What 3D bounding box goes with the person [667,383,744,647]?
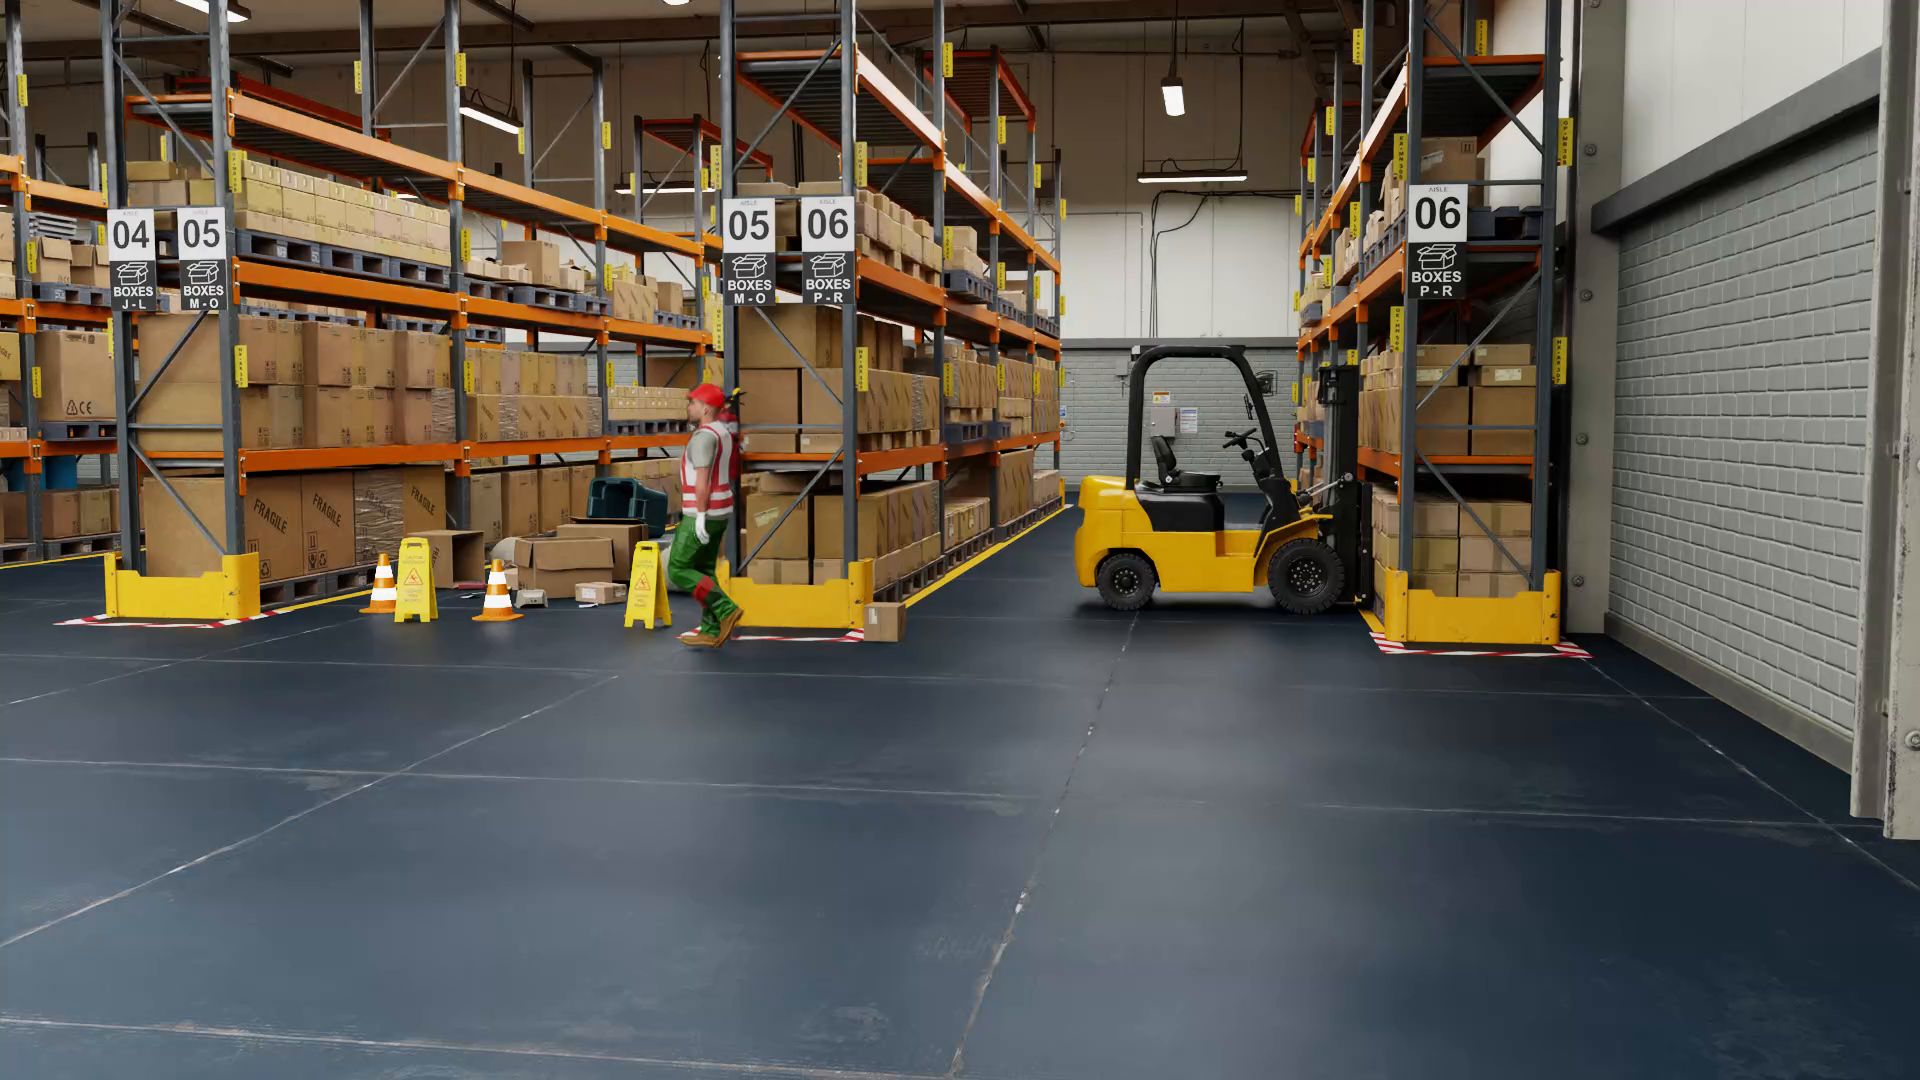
[{"bbox_3d":[-1.679,-0.160,11.167,0.513,1.780,0.544,1,4,10],"label":"person"}]
